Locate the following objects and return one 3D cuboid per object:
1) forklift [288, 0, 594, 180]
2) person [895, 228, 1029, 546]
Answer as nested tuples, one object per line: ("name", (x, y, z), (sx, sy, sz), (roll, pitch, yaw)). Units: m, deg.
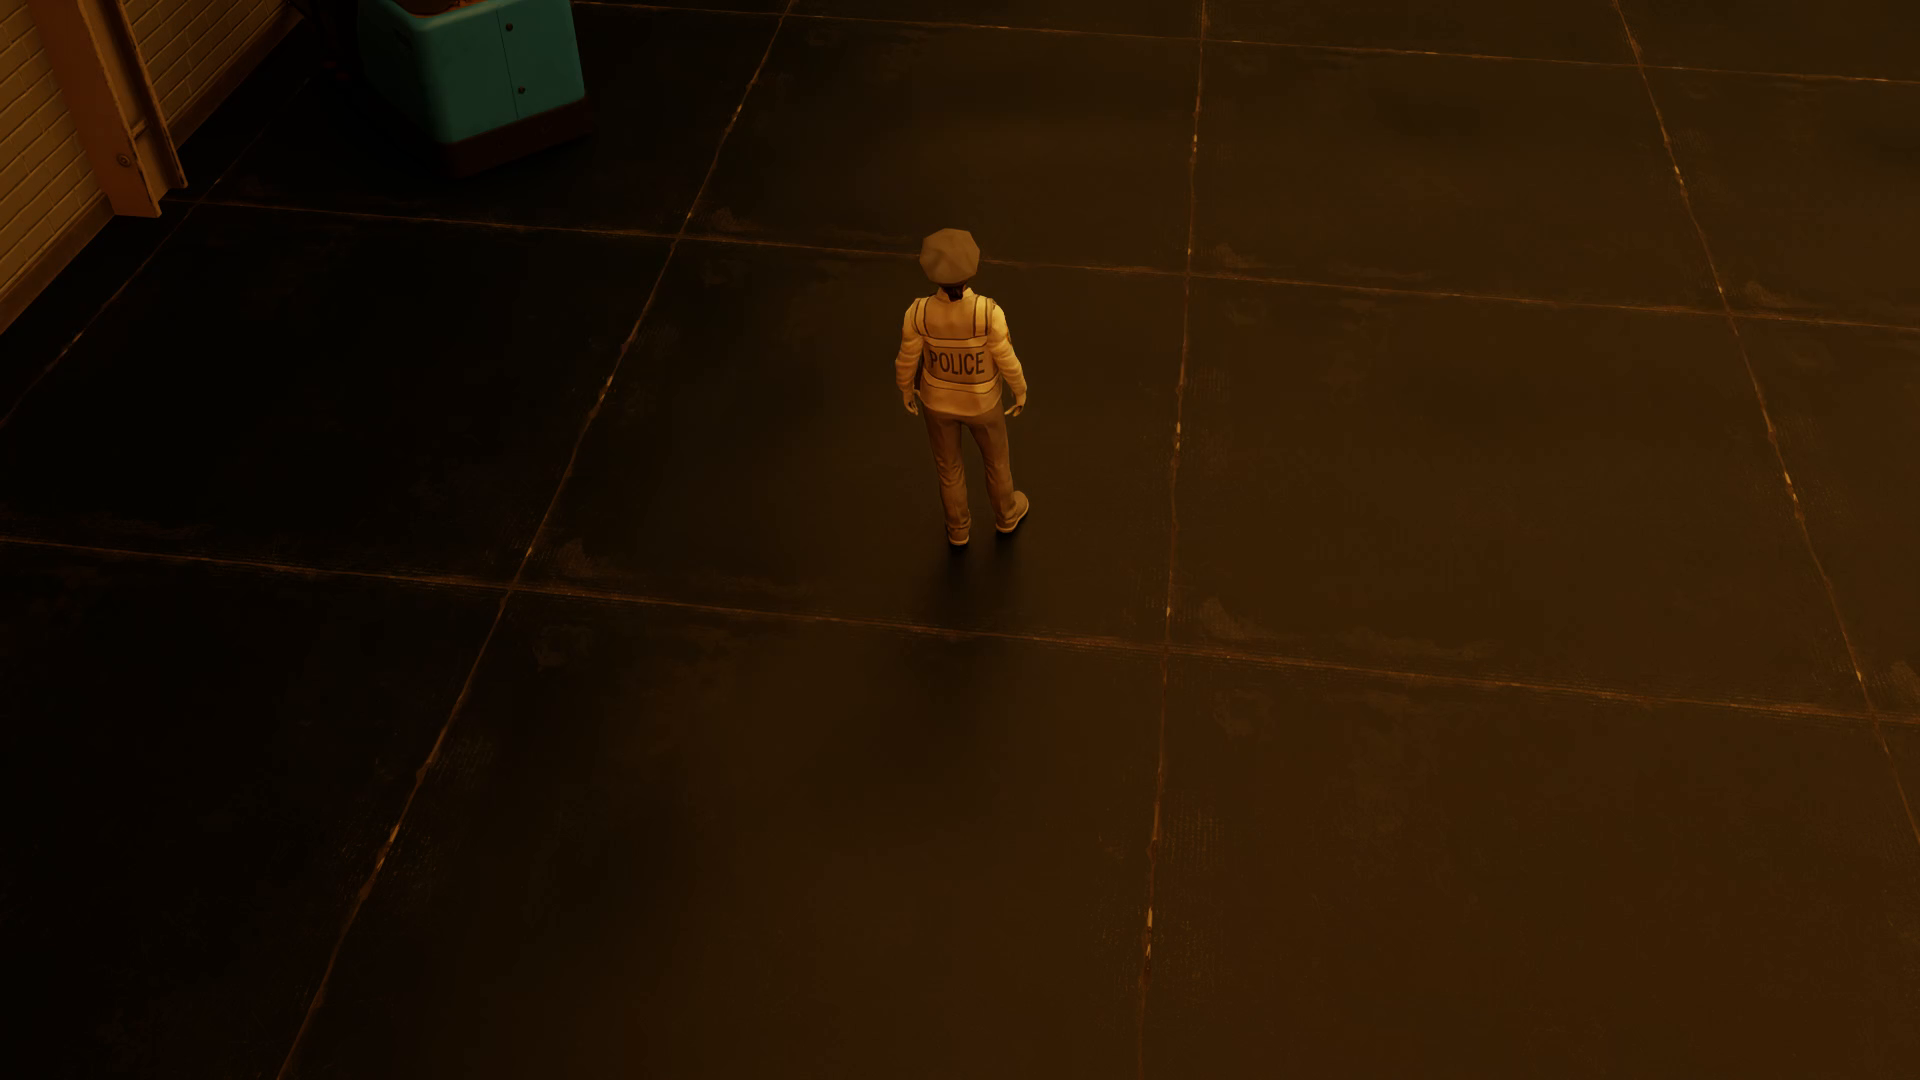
("forklift", (-3.666, -4.223, 10.321), (1.130, 2.935, 3.031), (-29, 50, -28))
("person", (0.015, -0.675, 7.362), (0.587, 1.695, 0.531), (5, 43, 6))
